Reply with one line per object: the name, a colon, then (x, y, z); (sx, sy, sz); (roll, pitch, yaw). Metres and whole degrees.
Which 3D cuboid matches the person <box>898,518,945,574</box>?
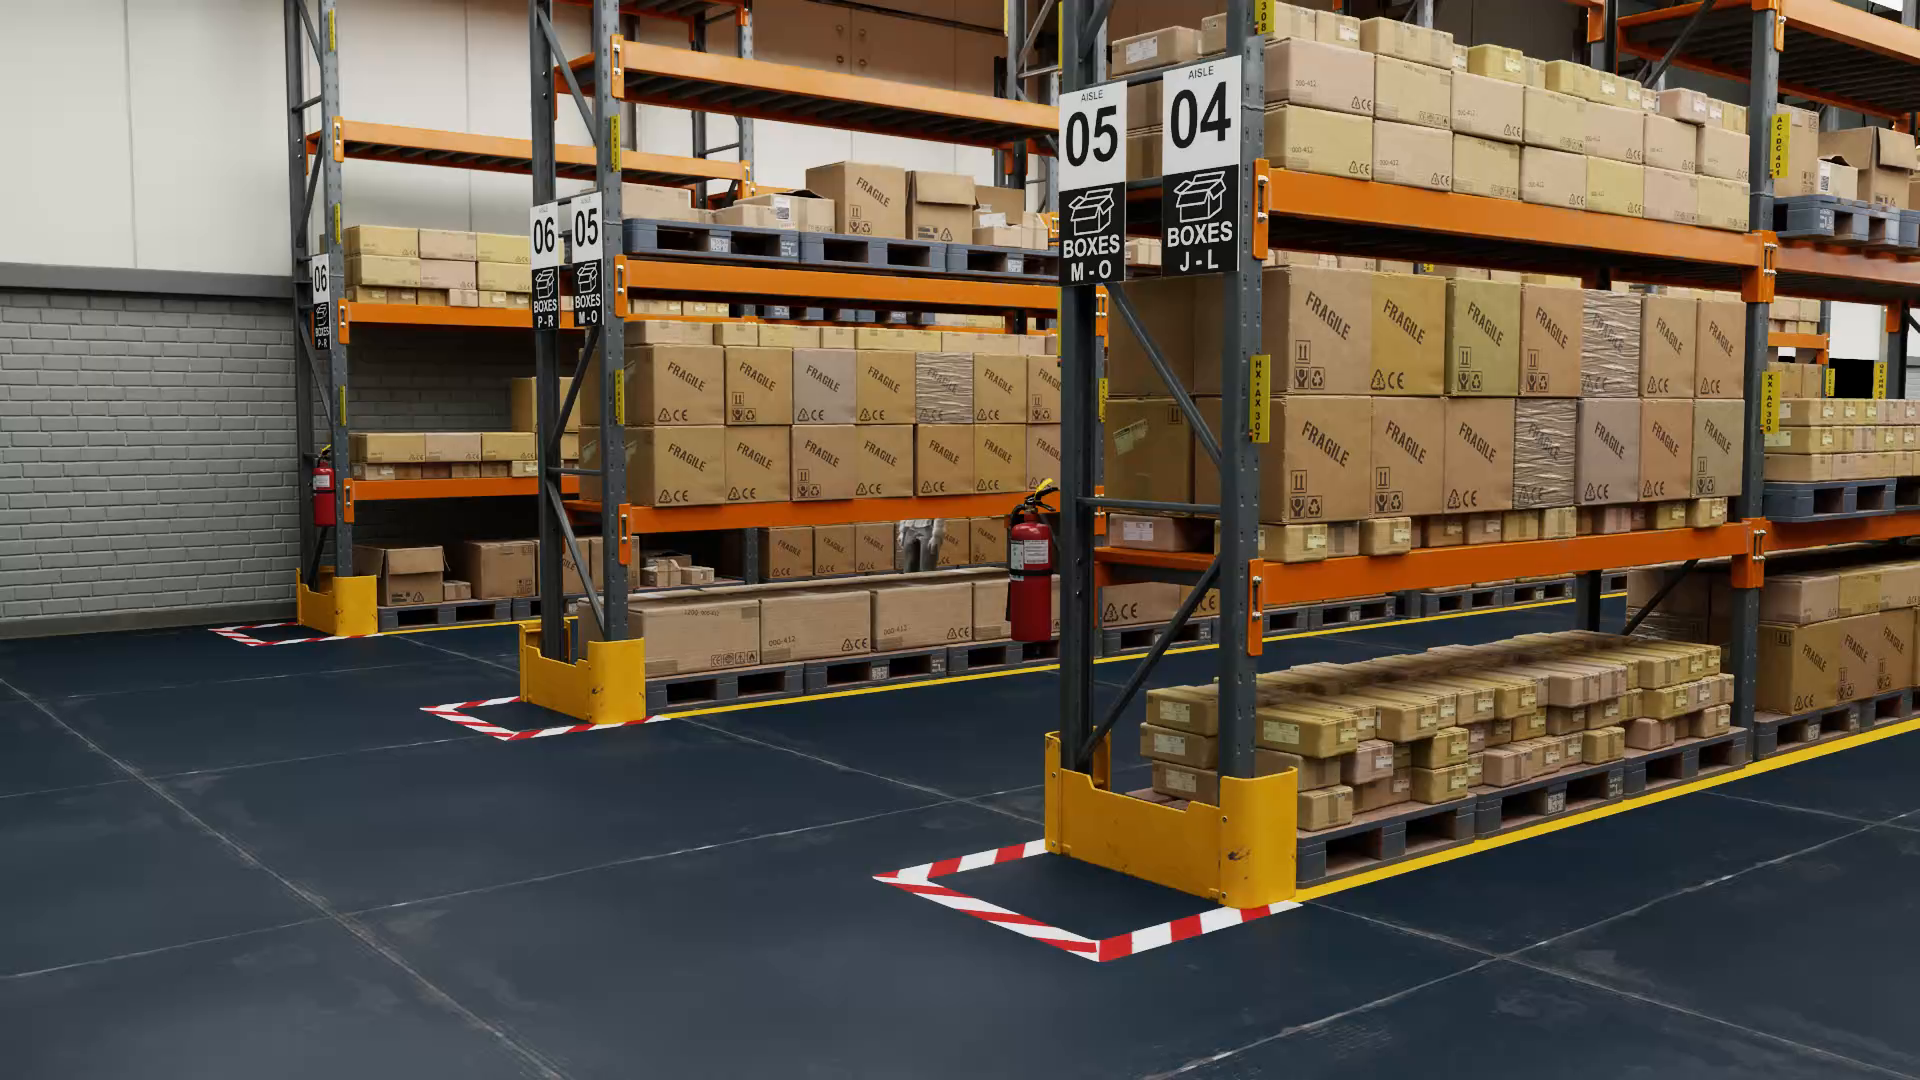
person: (-0.339, -0.032, 14.139); (0.347, 1.663, 0.530); (-4, 6, -39)
